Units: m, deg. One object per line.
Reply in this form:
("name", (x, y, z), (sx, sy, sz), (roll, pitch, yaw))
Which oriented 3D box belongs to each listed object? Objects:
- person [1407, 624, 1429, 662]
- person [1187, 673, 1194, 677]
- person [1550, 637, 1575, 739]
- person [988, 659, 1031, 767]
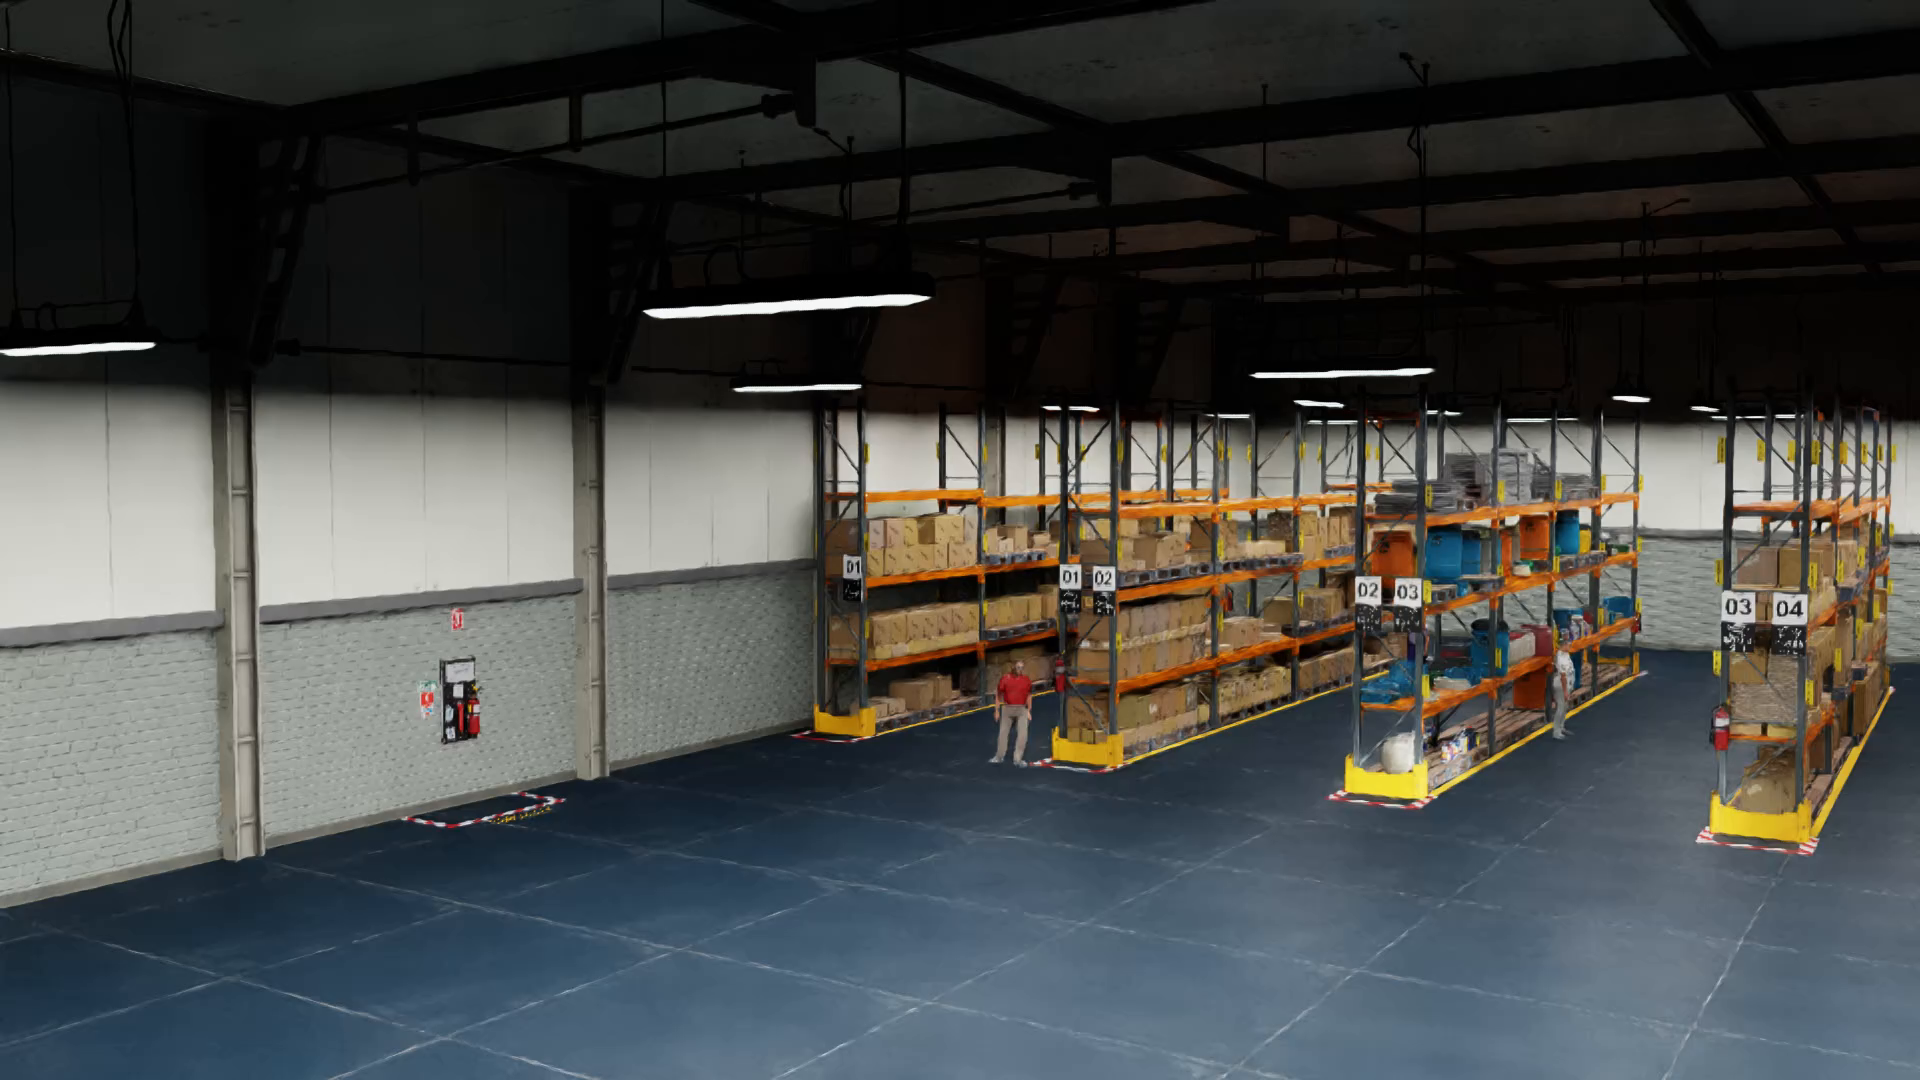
("person", (9.877, 2.328, 35.839), (0.491, 1.577, 1.001), (2, 3, 31))
("person", (4.580, 2.422, 33.833), (0.592, 1.625, 0.531), (2, 4, 32))
("person", (10.571, 2.573, 29.118), (0.430, 1.763, 0.647), (1, 3, 14))
("person", (0.801, 2.754, 26.683), (0.683, 1.713, 0.517), (0, 3, -4))
